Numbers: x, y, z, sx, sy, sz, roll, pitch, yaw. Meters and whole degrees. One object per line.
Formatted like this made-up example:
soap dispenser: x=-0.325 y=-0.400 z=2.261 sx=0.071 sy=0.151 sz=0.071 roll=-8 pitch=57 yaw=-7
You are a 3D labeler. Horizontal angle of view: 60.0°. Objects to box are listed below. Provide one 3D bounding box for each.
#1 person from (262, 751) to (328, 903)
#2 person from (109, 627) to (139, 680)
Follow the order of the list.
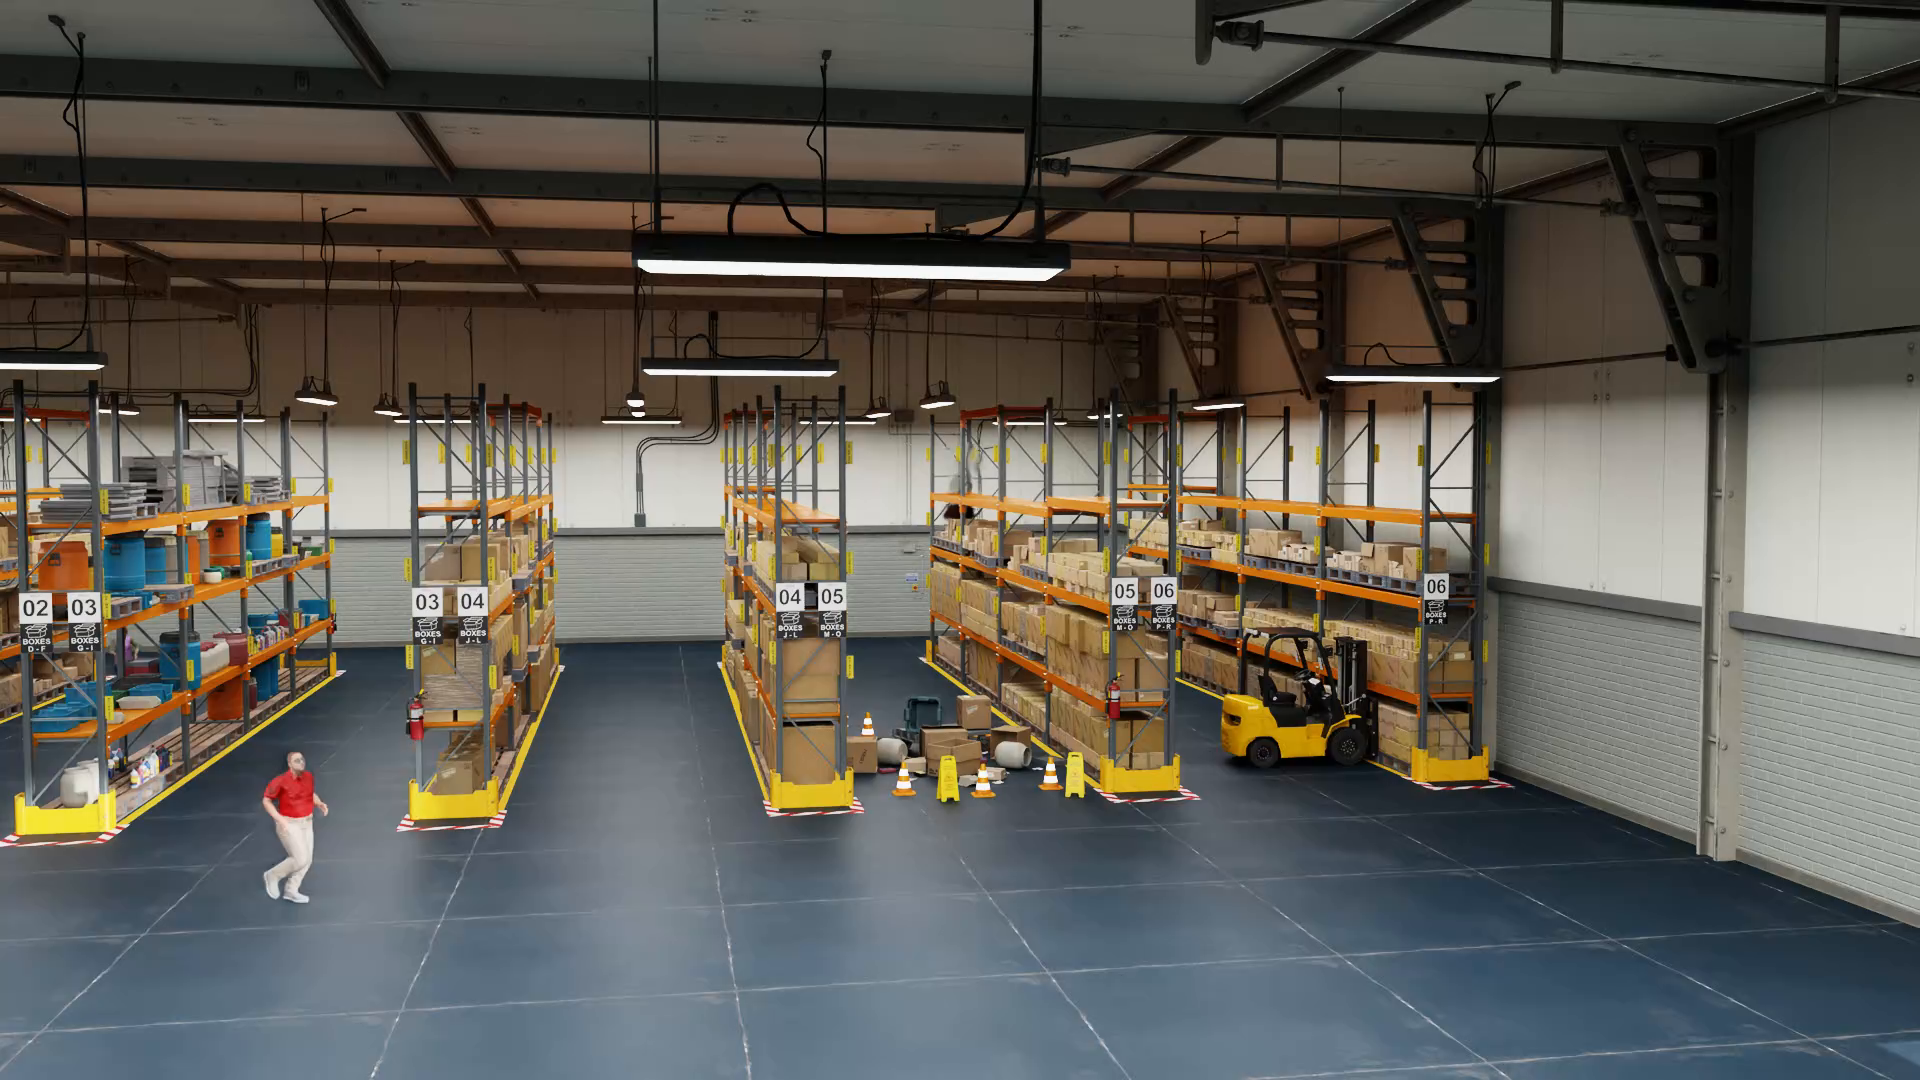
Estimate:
person: x=-7.424 y=3.213 z=18.662 sx=0.606 sy=1.693 sz=0.649 roll=1 pitch=3 yaw=21
person: x=-16.820 y=2.507 z=33.438 sx=0.507 sy=1.604 sz=0.667 roll=-1 pitch=3 yaw=-15
